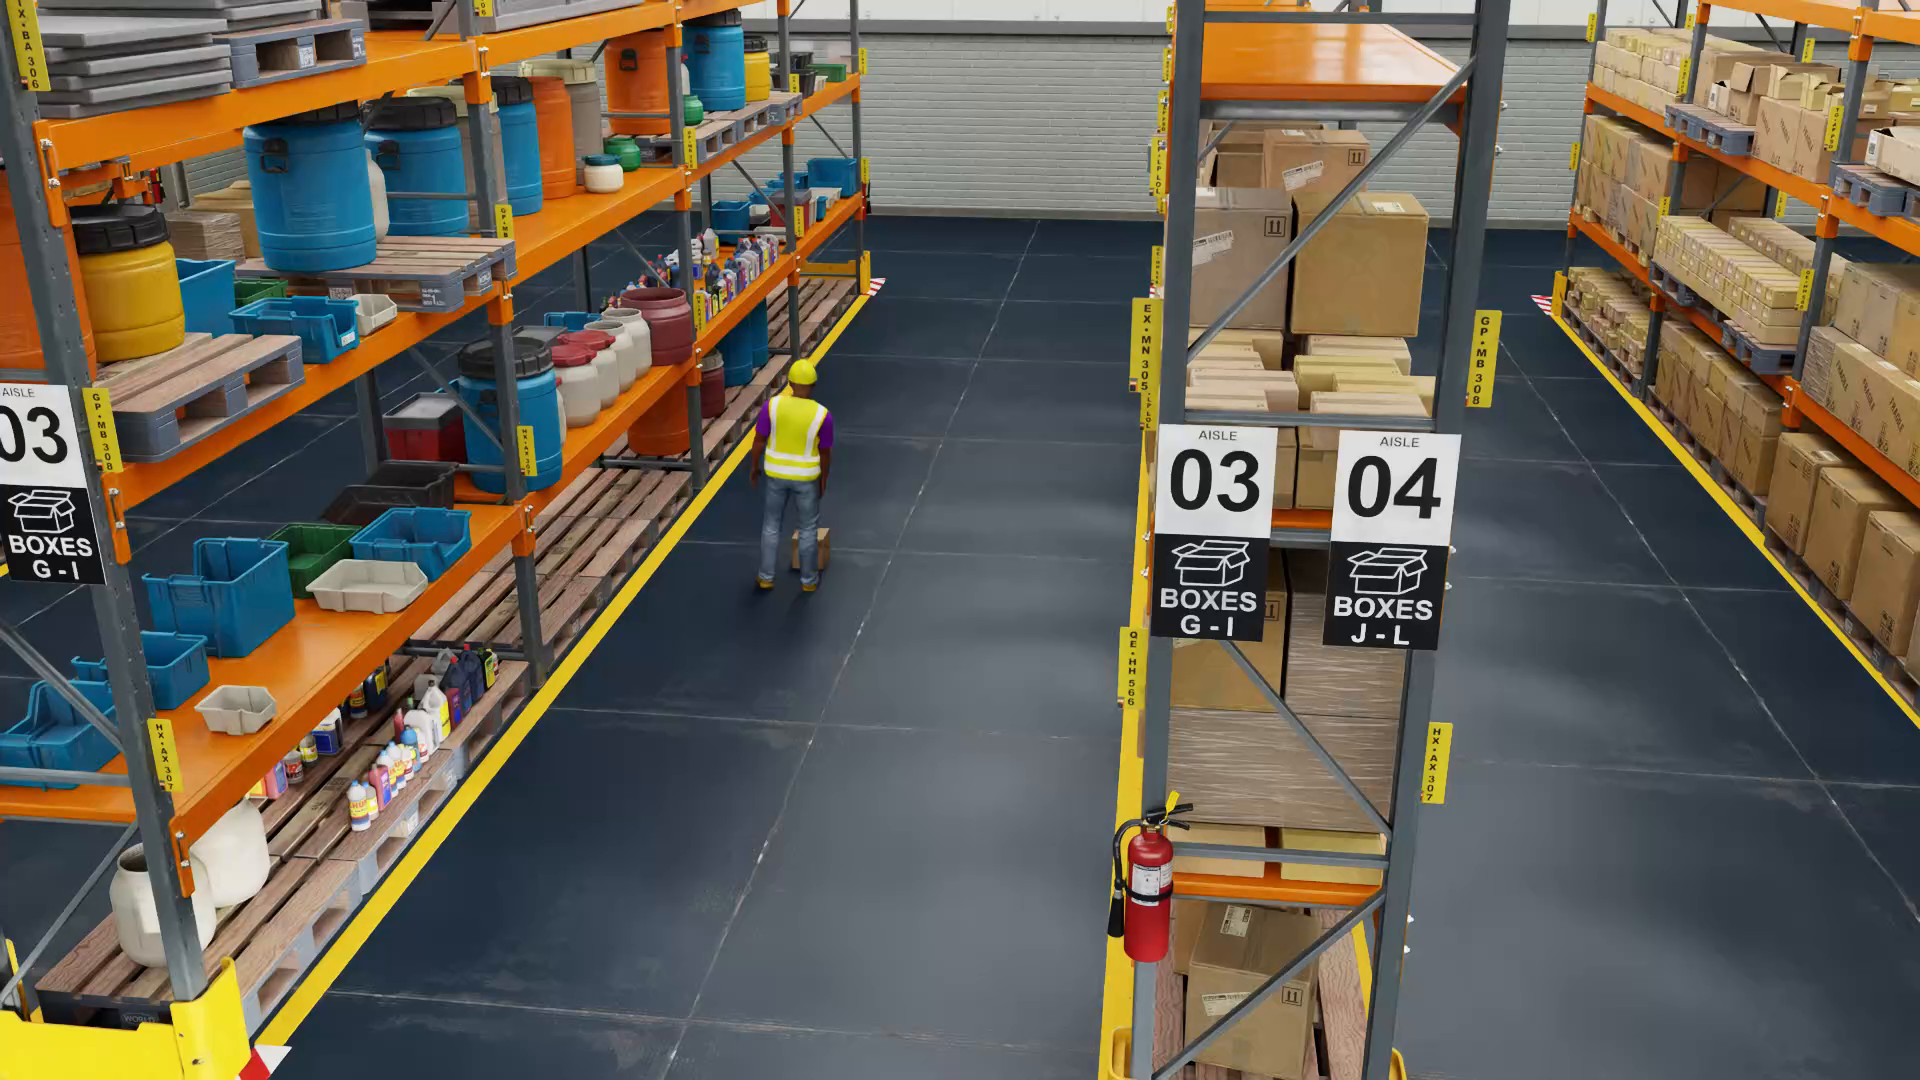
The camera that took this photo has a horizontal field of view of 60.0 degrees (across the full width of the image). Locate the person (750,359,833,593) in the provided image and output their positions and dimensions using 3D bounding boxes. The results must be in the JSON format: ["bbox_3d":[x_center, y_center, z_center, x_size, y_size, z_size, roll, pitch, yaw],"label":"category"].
[{"bbox_3d":[-1.231,-0.475,12.274,0.644,1.777,0.370,3,21,8],"label":"person"}]
